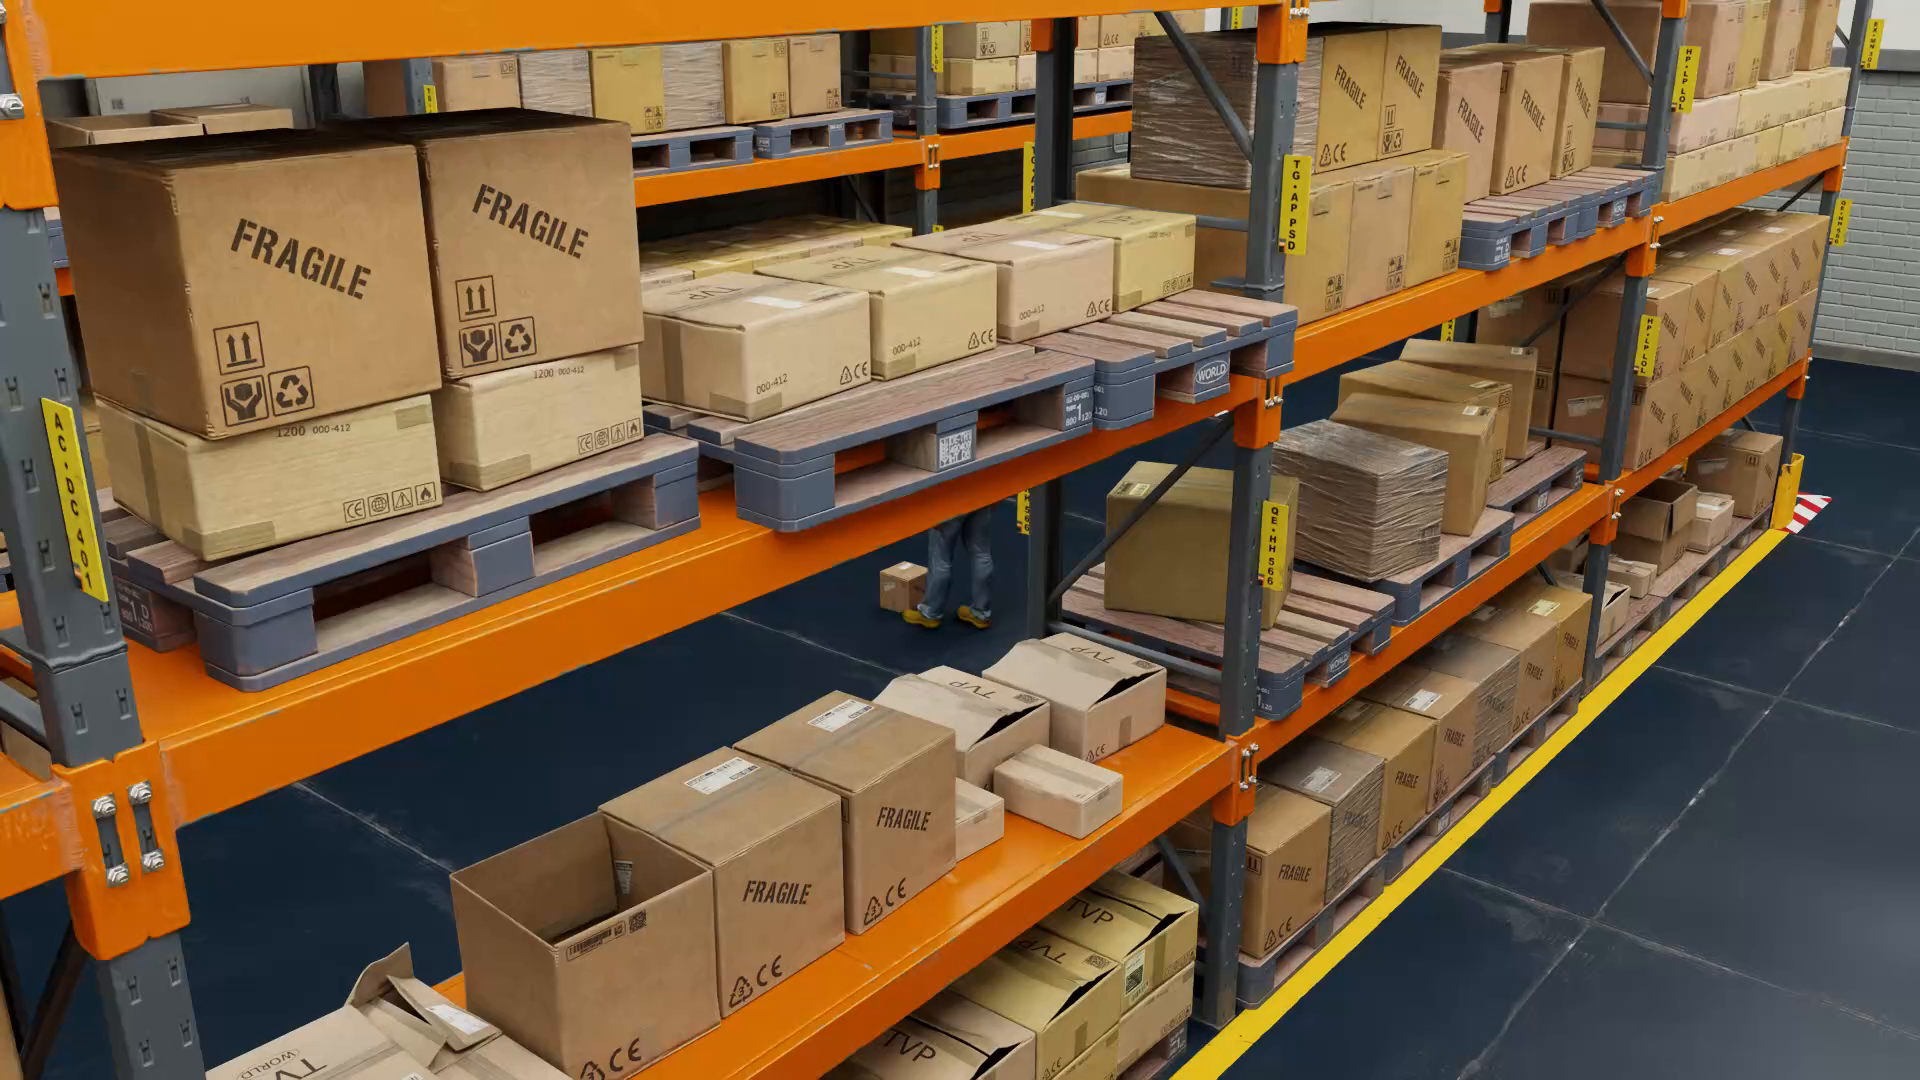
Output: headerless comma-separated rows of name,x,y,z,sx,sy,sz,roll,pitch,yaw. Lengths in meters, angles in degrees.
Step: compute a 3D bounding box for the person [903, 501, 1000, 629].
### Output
person,-0.033,-0.315,10.381,0.604,1.771,0.562,-18,27,-40
